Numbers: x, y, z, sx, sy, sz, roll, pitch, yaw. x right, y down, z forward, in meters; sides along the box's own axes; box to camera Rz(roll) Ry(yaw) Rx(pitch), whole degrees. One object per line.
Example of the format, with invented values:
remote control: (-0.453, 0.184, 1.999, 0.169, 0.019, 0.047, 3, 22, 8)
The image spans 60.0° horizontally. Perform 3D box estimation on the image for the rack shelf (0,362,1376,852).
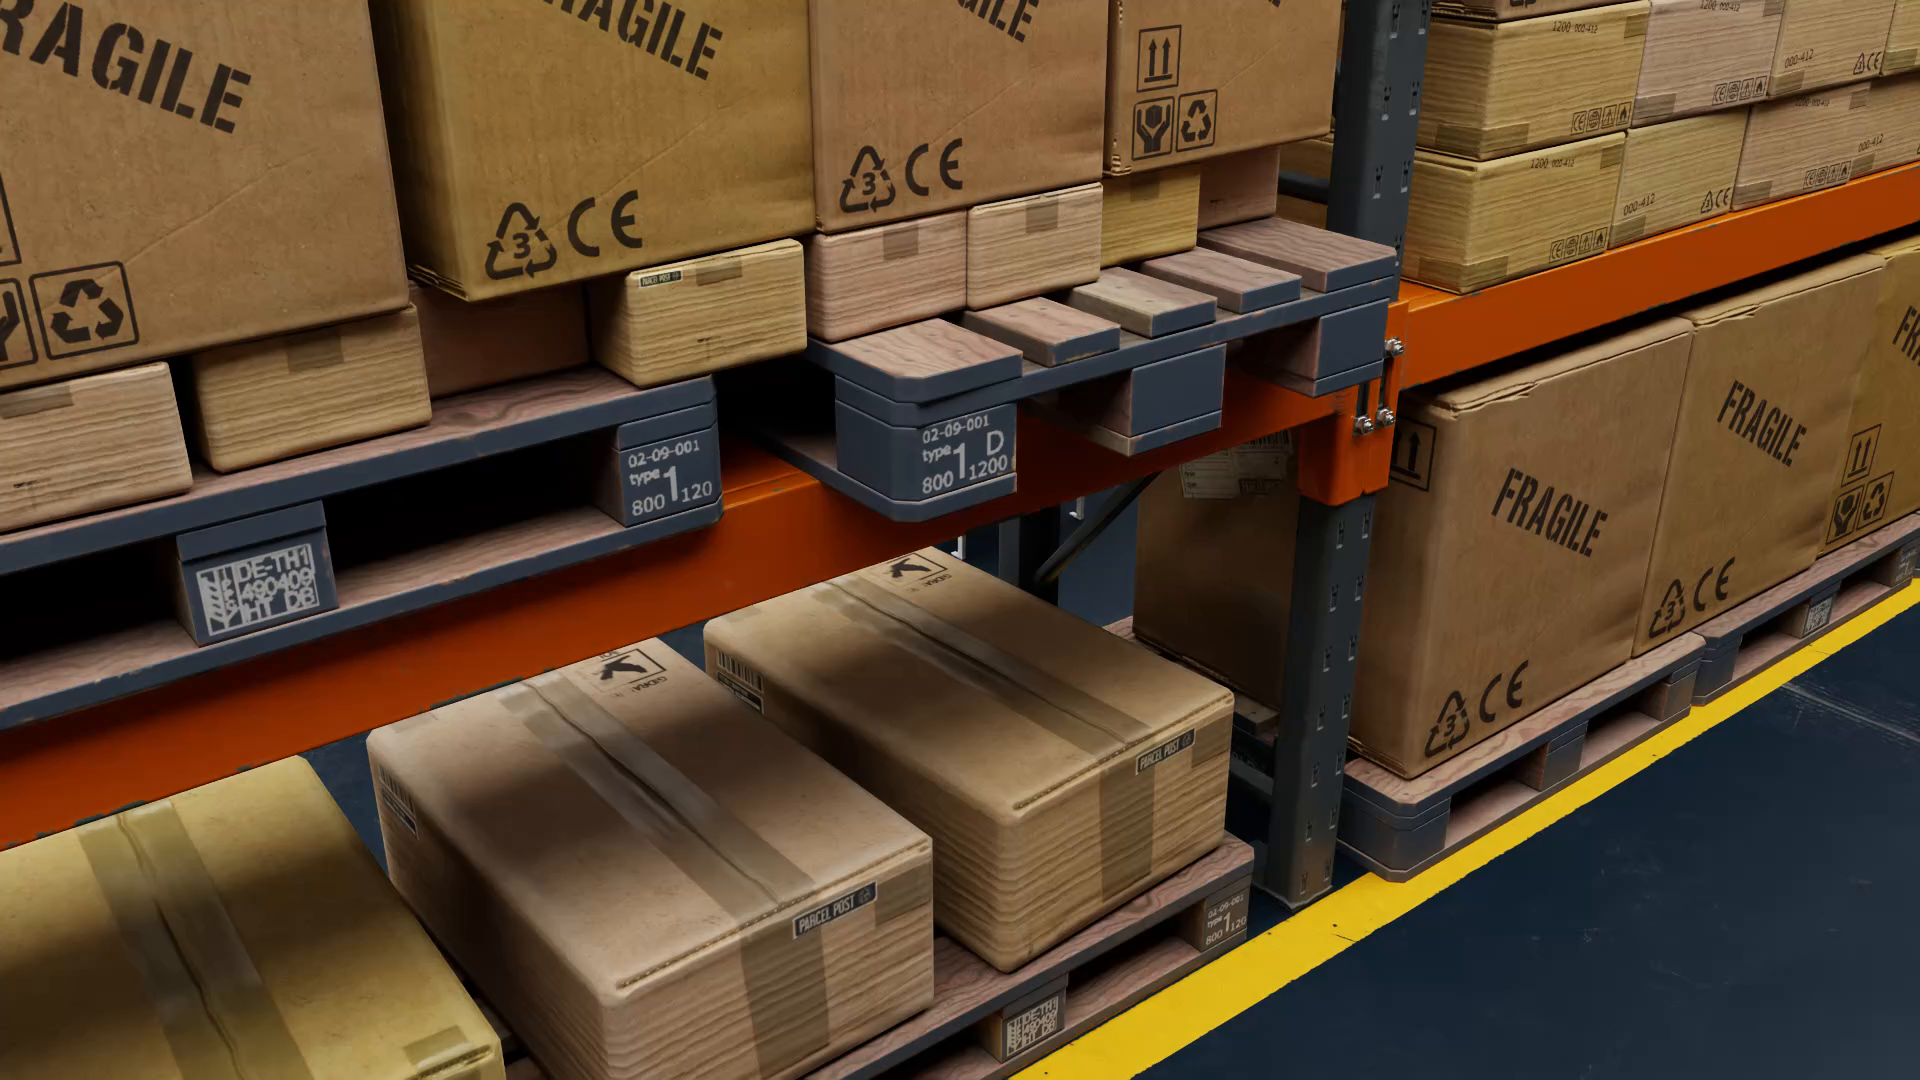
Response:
rack shelf: (-1.125, 0.099, 2.328, 4.000, 0.370, 1.077, -18, 31, -34)

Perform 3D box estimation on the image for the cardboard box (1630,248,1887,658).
cardboard box: (1.748, -0.356, 4.478, 0.875, 0.875, 0.875, -18, 30, -33)

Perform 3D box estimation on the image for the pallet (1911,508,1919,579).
pallet: (3.035, -0.295, 5.636, 1.213, 0.211, 1.003, -18, 31, -34)

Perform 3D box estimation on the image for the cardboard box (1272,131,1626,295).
cardboard box: (0.989, -0.722, 3.422, 0.500, 0.250, 0.500, -19, 31, -35)

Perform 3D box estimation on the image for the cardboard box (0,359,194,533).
cardboard box: (-1.027, -0.152, 1.815, 0.250, 0.149, 0.380, -17, 30, -32)

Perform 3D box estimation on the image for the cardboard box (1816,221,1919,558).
cardboard box: (2.452, -0.588, 4.978, 0.875, 0.875, 0.875, -17, 30, -33)

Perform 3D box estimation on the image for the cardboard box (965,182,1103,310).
cardboard box: (-0.001, -0.486, 2.534, 0.250, 0.149, 0.380, -19, 31, -34)

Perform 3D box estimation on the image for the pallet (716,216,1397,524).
pallet: (-0.047, -0.439, 2.861, 1.003, 0.211, 1.213, -18, 31, -34)

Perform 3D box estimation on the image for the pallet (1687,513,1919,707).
pallet: (2.075, 0.023, 4.949, 1.213, 0.211, 1.003, -18, 31, -34)

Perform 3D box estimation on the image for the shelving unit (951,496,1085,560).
shelving unit: (0.130, -0.587, 5.090, 0.503, 1.200, 0.258, -18, 31, -34)

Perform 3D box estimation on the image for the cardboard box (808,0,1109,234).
cardboard box: (-0.138, -0.769, 2.374, 0.500, 0.500, 0.500, -19, 31, -35)

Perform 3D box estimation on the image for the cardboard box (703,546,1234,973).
cardboard box: (-0.002, 0.398, 3.451, 0.625, 0.372, 0.950, -21, 32, -37)

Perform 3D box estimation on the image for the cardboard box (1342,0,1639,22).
cardboard box: (0.987, -1.293, 3.166, 0.500, 0.500, 0.500, -19, 31, -36)

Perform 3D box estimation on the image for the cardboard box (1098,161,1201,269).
cardboard box: (0.169, -0.566, 2.707, 0.250, 0.149, 0.380, -18, 30, -33)

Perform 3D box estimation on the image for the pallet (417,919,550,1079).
pallet: (-1.127, 1.036, 2.767, 1.213, 0.211, 1.003, -18, 31, -34)

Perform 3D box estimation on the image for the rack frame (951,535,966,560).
rack frame: (-0.062, -0.524, 4.953, 0.015, 1.200, 0.240, -18, 31, -34)

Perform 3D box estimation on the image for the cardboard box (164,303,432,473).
cardboard box: (-0.835, -0.231, 1.985, 0.250, 0.149, 0.380, -19, 31, -36)

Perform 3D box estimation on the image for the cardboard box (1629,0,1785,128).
cardboard box: (1.407, -1.089, 3.618, 0.500, 0.250, 0.500, -17, 30, -33)

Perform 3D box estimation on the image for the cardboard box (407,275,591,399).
cardboard box: (-0.688, -0.324, 2.184, 0.250, 0.149, 0.380, -18, 30, -34)

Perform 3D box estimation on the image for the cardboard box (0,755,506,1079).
cardboard box: (-1.178, 0.788, 2.612, 0.625, 0.372, 0.950, -17, 30, -32)

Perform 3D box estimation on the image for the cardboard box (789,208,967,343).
cardboard box: (-0.204, -0.423, 2.399, 0.250, 0.149, 0.380, -20, 32, -36)

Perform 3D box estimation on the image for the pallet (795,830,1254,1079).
pallet: (-0.167, 0.721, 3.446, 1.213, 0.211, 1.003, -18, 31, -34)

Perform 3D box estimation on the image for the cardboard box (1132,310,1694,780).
cardboard box: (1.043, -0.125, 3.982, 0.875, 0.875, 0.875, -19, 31, -34)

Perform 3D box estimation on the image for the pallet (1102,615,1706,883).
pallet: (1.115, 0.338, 4.270, 1.213, 0.211, 1.003, -18, 31, -34)

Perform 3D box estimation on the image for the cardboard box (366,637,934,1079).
cardboard box: (-0.578, 0.593, 3.033, 0.625, 0.372, 0.950, -19, 31, -35)

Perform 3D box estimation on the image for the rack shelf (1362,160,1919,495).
rack shelf: (2.022, -0.940, 4.567, 4.000, 0.370, 1.077, -18, 31, -34)

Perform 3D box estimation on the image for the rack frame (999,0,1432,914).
rack frame: (0.448, -0.747, 3.296, 0.127, 3.000, 1.000, -18, 31, -34)

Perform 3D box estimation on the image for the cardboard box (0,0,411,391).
cardboard box: (-0.964, -0.496, 1.785, 0.500, 0.500, 0.500, -20, 31, -36)

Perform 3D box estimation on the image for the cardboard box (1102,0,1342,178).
cardboard box: (0.262, -0.907, 2.671, 0.500, 0.500, 0.500, -19, 31, -35)

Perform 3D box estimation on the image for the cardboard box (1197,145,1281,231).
cardboard box: (0.336, -0.660, 2.909, 0.250, 0.149, 0.380, -17, 30, -32)

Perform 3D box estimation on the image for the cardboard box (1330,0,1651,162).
cardboard box: (1.000, -0.955, 3.329, 0.500, 0.250, 0.500, -19, 31, -34)

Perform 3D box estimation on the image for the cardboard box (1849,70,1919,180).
cardboard box: (2.185, -1.125, 4.290, 0.500, 0.250, 0.500, -18, 31, -34)

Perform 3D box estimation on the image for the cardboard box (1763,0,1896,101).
cardboard box: (1.807, -1.214, 3.888, 0.500, 0.250, 0.500, -18, 31, -34)

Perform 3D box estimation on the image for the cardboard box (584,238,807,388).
cardboard box: (-0.412, -0.347, 2.235, 0.250, 0.149, 0.380, -18, 30, -33)

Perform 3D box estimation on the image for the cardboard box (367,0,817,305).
cardboard box: (-0.534, -0.638, 2.090, 0.500, 0.500, 0.500, -21, 32, -37)

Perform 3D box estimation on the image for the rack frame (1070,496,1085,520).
rack frame: (0.322, -0.651, 5.227, 0.015, 1.200, 0.240, -18, 31, -34)

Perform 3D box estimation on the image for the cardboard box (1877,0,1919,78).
cardboard box: (2.214, -1.342, 4.162, 0.500, 0.250, 0.500, -18, 30, -33)

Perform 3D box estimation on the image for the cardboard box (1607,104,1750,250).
cardboard box: (1.382, -0.862, 3.722, 0.500, 0.250, 0.500, -19, 31, -35)

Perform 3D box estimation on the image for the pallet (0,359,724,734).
pallet: (-1.084, -0.132, 2.199, 1.213, 0.211, 1.003, -18, 31, -34)

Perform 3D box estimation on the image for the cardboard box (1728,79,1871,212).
cardboard box: (1.798, -0.996, 4.011, 0.500, 0.250, 0.500, -17, 30, -32)
